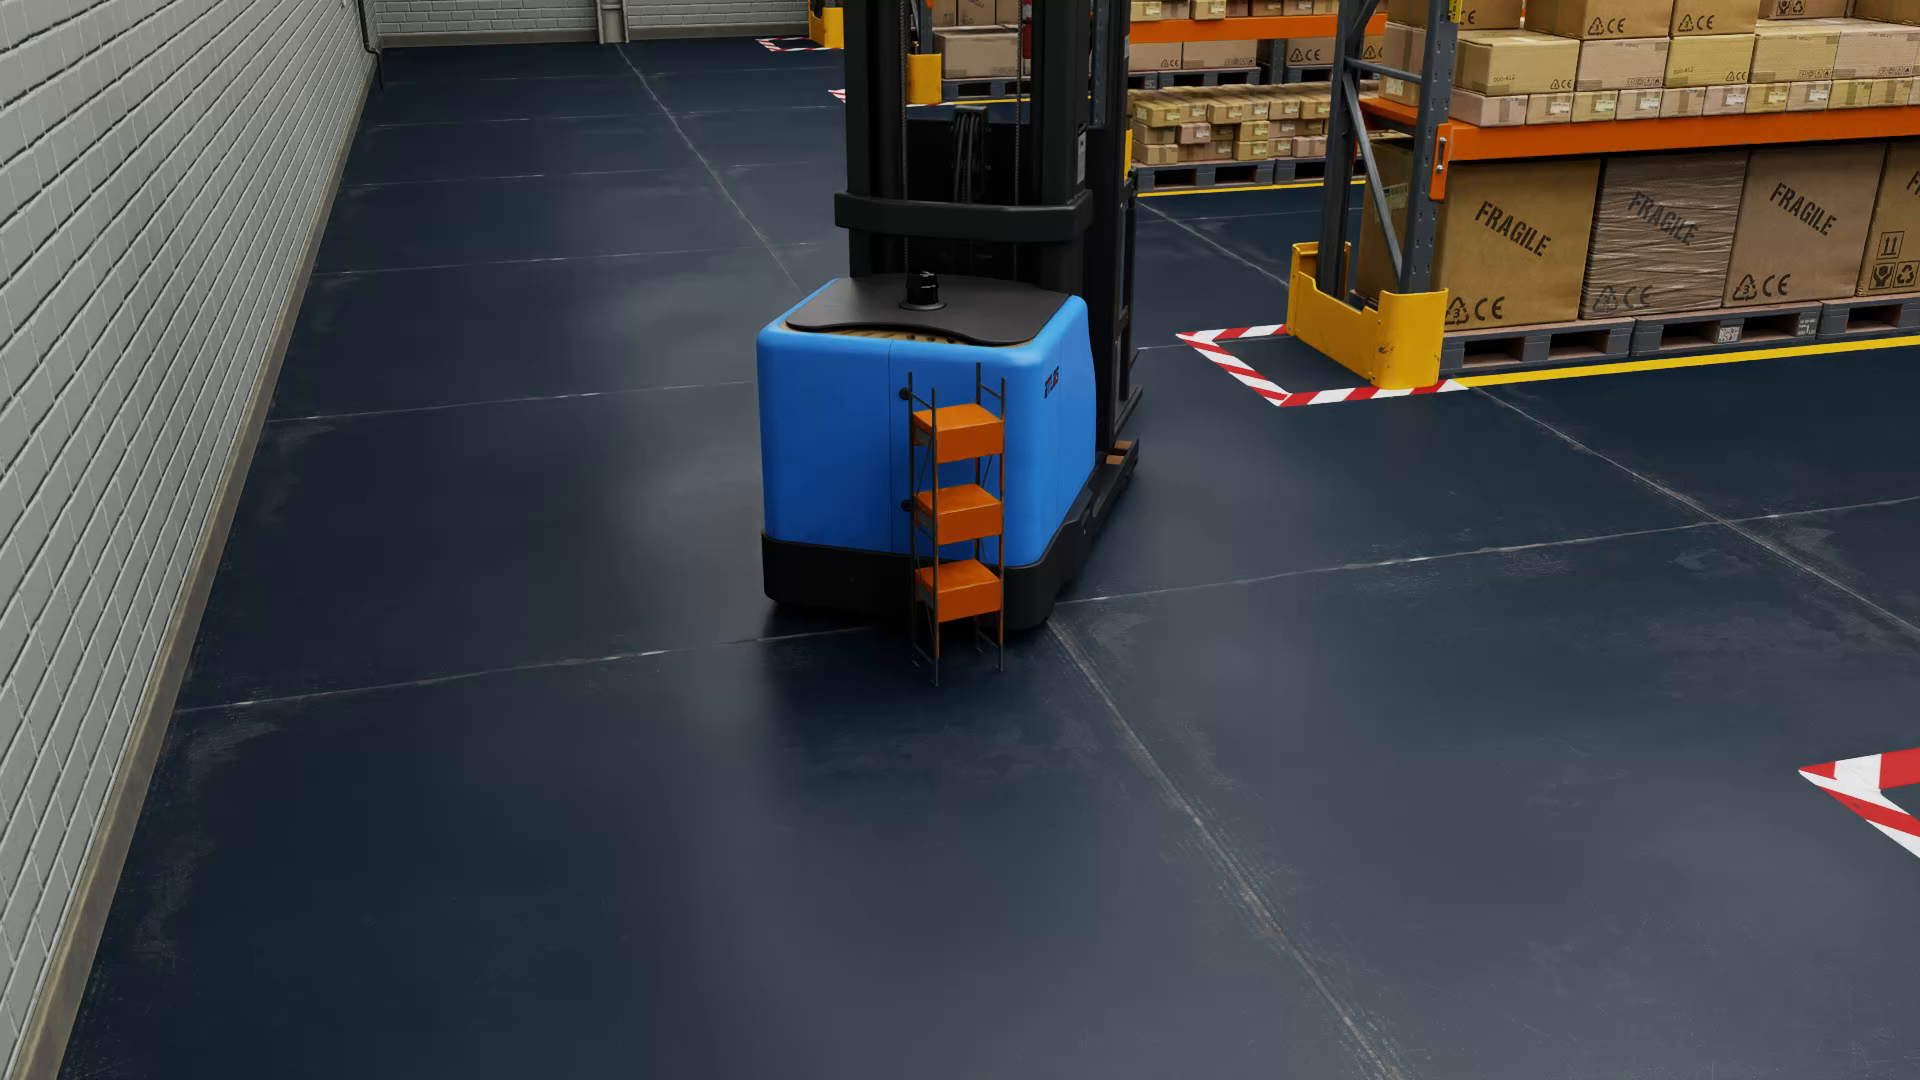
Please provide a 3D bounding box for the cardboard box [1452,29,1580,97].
[{"bbox_3d":[2.733,-2.401,8.354,0.500,0.250,0.500,-7,24,-16],"label":"cardboard box"}]

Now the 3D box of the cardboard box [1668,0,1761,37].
[{"bbox_3d":[3.712,-2.856,8.465,0.500,0.500,0.500,-7,24,-16],"label":"cardboard box"}]

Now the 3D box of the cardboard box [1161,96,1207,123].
[{"bbox_3d":[1.785,-3.437,13.283,0.250,0.149,0.380,-6,24,-13],"label":"cardboard box"}]

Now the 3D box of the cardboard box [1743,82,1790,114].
[{"bbox_3d":[4.110,-2.346,8.732,0.250,0.149,0.380,-7,24,-16],"label":"cardboard box"}]

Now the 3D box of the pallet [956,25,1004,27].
[{"bbox_3d":[0.190,-6.971,22.730,1.213,0.211,1.003,-6,24,-14],"label":"pallet"}]

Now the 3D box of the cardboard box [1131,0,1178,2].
[{"bbox_3d":[1.462,-4.404,12.706,0.500,0.500,0.500,-5,24,-12],"label":"cardboard box"}]

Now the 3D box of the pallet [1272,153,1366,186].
[{"bbox_3d":[2.993,-3.207,13.956,1.213,0.211,1.003,-6,24,-14],"label":"pallet"}]

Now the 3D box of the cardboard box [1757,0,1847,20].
[{"bbox_3d":[4.543,-3.162,9.178,0.500,0.500,0.500,-7,24,-16],"label":"cardboard box"}]

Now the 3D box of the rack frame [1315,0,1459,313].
[{"bbox_3d":[2.198,-2.385,8.503,0.127,3.000,1.000,-6,24,-14],"label":"rack frame"}]

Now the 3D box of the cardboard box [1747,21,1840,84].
[{"bbox_3d":[4.218,-2.569,8.745,0.500,0.250,0.500,-7,24,-15],"label":"cardboard box"}]

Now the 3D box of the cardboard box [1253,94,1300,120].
[{"bbox_3d":[2.548,-3.499,13.428,0.250,0.149,0.380,-5,24,-12],"label":"cardboard box"}]

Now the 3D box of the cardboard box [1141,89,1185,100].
[{"bbox_3d":[1.654,-3.592,13.646,0.250,0.149,0.380,-6,24,-13],"label":"cardboard box"}]

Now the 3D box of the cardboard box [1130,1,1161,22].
[{"bbox_3d":[1.356,-4.073,12.757,0.250,0.149,0.380,-7,24,-15],"label":"cardboard box"}]

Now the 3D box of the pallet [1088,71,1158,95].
[{"bbox_3d":[1.442,-5.109,18.389,1.213,0.211,1.003,-6,24,-14],"label":"pallet"}]

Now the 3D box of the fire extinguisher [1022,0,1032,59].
[{"bbox_3d":[0.588,-4.220,13.352,0.183,0.674,0.296,-6,24,-14],"label":"fire extinguisher"}]

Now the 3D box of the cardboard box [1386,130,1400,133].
[{"bbox_3d":[3.571,-3.477,13.755,0.250,0.149,0.380,-6,24,-13],"label":"cardboard box"}]

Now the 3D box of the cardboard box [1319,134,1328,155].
[{"bbox_3d":[3.032,-3.265,13.639,0.250,0.149,0.380,-6,24,-14],"label":"cardboard box"}]

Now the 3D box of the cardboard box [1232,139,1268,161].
[{"bbox_3d":[2.289,-3.169,13.415,0.250,0.149,0.380,-6,24,-14],"label":"cardboard box"}]

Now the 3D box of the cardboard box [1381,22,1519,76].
[{"bbox_3d":[2.593,-2.605,8.829,0.500,0.250,0.500,-7,24,-15],"label":"cardboard box"}]

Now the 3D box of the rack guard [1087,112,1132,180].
[{"bbox_3d":[1.029,-3.138,13.429,0.348,0.500,1.175,-6,24,-14],"label":"rack guard"}]

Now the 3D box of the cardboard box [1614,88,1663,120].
[{"bbox_3d":[3.373,-2.265,8.544,0.250,0.149,0.380,-7,24,-15],"label":"cardboard box"}]

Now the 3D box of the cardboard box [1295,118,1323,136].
[{"bbox_3d":[2.776,-3.419,13.619,0.250,0.149,0.380,-5,24,-12],"label":"cardboard box"}]

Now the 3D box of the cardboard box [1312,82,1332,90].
[{"bbox_3d":[3.156,-3.757,14.031,0.250,0.149,0.380,-7,24,-17],"label":"cardboard box"}]

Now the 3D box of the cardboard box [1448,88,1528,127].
[{"bbox_3d":[2.629,-2.182,8.349,0.250,0.149,0.380,-6,24,-14],"label":"cardboard box"}]

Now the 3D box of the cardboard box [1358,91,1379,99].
[{"bbox_3d":[3.299,-3.557,13.565,0.250,0.149,0.380,-7,24,-16],"label":"cardboard box"}]

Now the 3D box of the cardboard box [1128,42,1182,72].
[{"bbox_3d":[1.877,-5.467,18.403,0.875,0.438,0.875,-7,24,-16],"label":"cardboard box"}]

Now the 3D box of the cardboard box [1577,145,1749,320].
[{"bbox_3d":[3.669,-1.797,9.295,0.875,0.875,0.875,-6,24,-14],"label":"cardboard box"}]

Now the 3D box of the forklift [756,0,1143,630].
[{"bbox_3d":[0.170,-1.584,6.725,1.130,2.935,3.031,6,24,14],"label":"forklift"}]

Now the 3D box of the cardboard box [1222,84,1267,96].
[{"bbox_3d":[2.379,-3.721,13.947,0.250,0.149,0.380,-5,24,-12],"label":"cardboard box"}]

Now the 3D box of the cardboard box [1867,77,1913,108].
[{"bbox_3d":[4.854,-2.429,8.924,0.250,0.149,0.380,-6,24,-13],"label":"cardboard box"}]

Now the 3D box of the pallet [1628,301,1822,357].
[{"bbox_3d":[4.119,-1.346,9.620,1.213,0.211,1.003,-6,24,-14],"label":"pallet"}]

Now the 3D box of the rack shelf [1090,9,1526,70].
[{"bbox_3d":[2.881,-4.161,13.555,4.000,0.370,1.077,-6,24,-14],"label":"rack shelf"}]

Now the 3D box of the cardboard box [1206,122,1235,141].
[{"bbox_3d":[2.020,-3.324,13.398,0.250,0.149,0.380,-6,24,-14],"label":"cardboard box"}]

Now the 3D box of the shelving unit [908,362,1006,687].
[{"bbox_3d":[-0.011,-0.045,5.524,0.252,1.050,0.215,-11,25,-23],"label":"shelving unit"}]

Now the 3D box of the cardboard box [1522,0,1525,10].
[{"bbox_3d":[4.377,-4.401,13.521,0.250,0.149,0.380,-7,24,-16],"label":"cardboard box"}]

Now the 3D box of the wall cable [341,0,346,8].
[{"bbox_3d":[-5.902,-6.019,15.645,0.123,1.953,0.585,-6,24,-14],"label":"wall cable"}]

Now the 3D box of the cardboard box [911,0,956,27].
[{"bbox_3d":[-0.375,-7.181,22.319,0.500,0.500,0.700,-5,24,-12],"label":"cardboard box"}]

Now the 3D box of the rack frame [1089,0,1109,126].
[{"bbox_3d":[0.956,-4.278,12.917,0.127,3.000,1.000,-6,24,-14],"label":"rack frame"}]

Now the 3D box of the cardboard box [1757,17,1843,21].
[{"bbox_3d":[4.549,-2.819,9.330,0.500,0.250,0.500,-6,24,-13],"label":"cardboard box"}]

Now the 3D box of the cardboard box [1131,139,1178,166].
[{"bbox_3d":[1.547,-3.096,13.243,0.250,0.149,0.380,-6,24,-13],"label":"cardboard box"}]

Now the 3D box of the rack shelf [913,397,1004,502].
[{"bbox_3d":[-0.011,-0.296,5.416,0.240,0.259,0.215,-11,25,-23],"label":"rack shelf"}]

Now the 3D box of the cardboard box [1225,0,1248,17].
[{"bbox_3d":[2.076,-4.204,13.062,0.250,0.149,0.380,-5,24,-12],"label":"cardboard box"}]

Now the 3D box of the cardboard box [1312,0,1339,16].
[{"bbox_3d":[2.844,-4.259,13.189,0.250,0.149,0.380,-5,24,-12],"label":"cardboard box"}]

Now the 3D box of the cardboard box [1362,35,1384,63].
[{"bbox_3d":[4.815,-5.985,19.057,0.875,0.875,0.875,-6,24,-13],"label":"cardboard box"}]
